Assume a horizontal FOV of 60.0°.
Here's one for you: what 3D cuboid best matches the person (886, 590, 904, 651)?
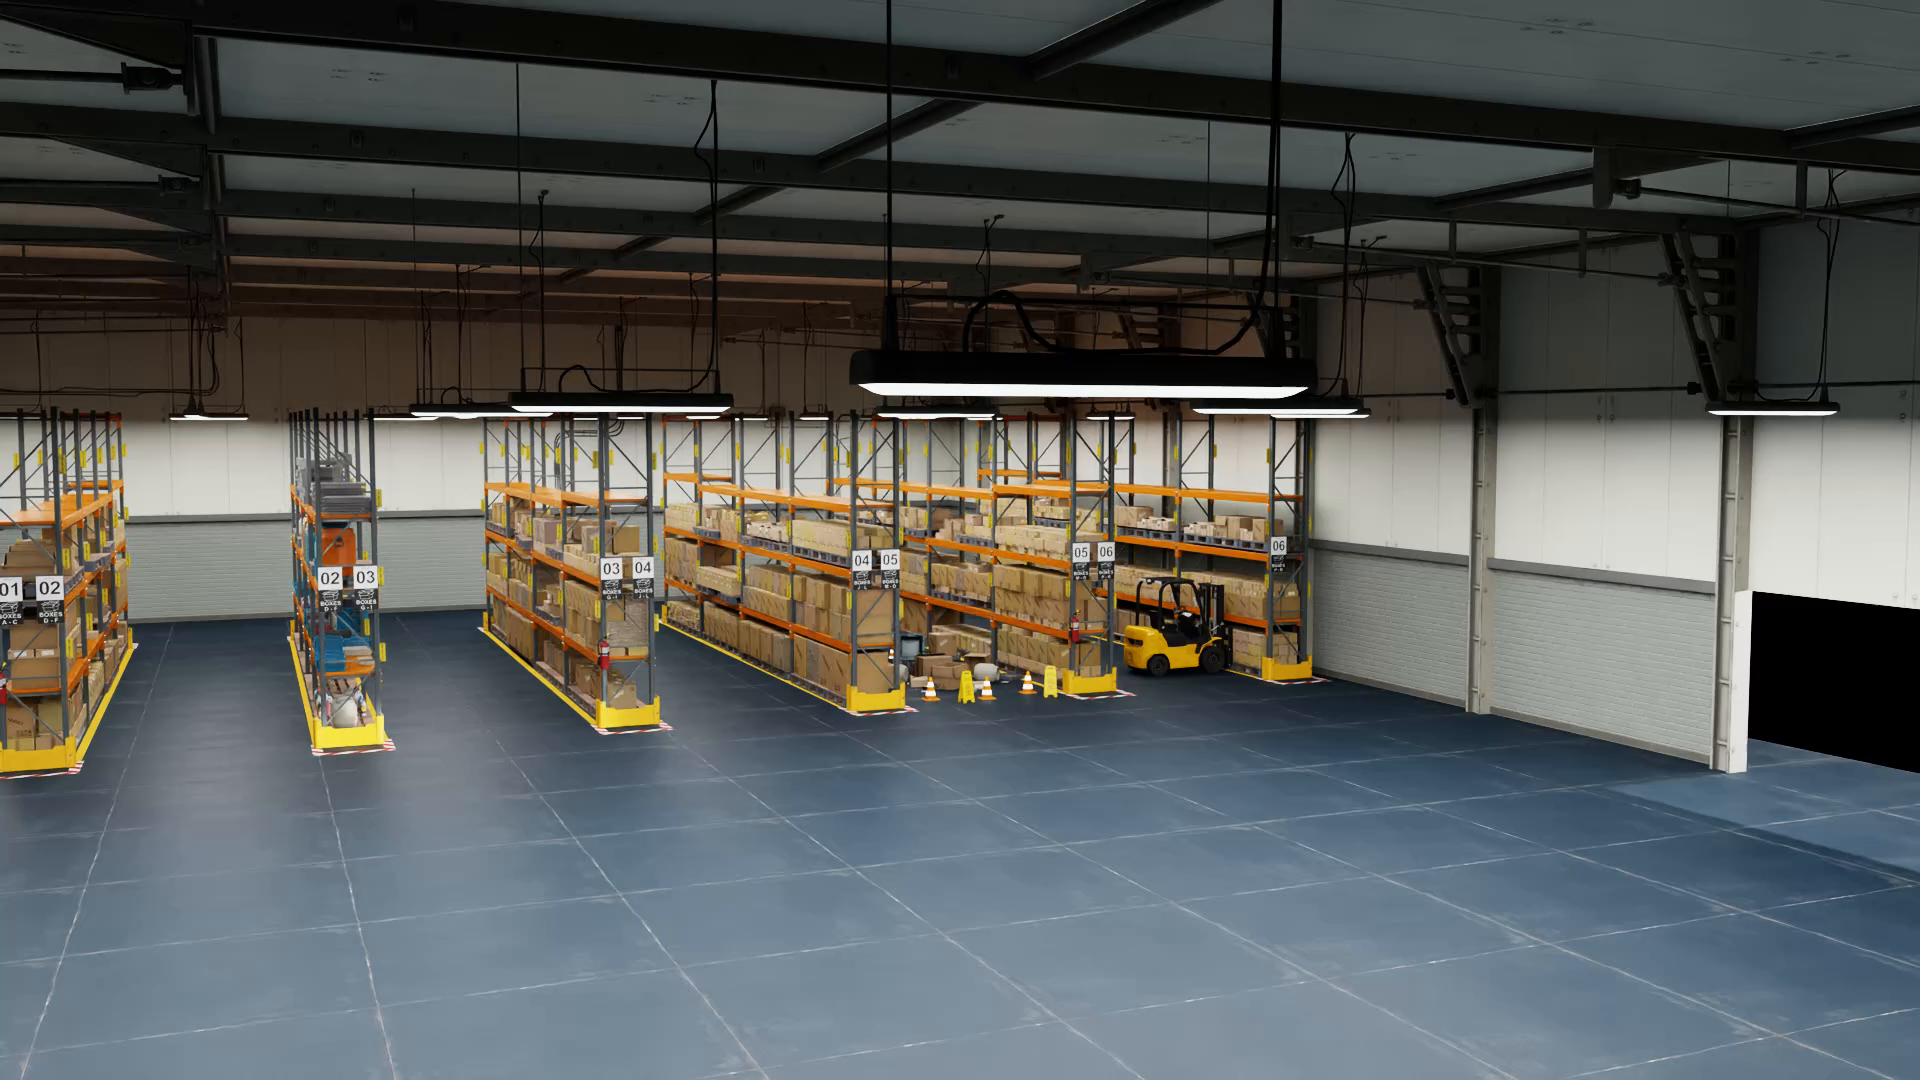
[{"bbox_3d":[-1.638,1.997,41.702,0.484,1.598,0.367,-2,5,-30],"label":"person"}]

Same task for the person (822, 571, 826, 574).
[{"bbox_3d":[-4.142,1.232,51.571,0.933,1.756,0.528,1,4,17],"label":"person"}]
